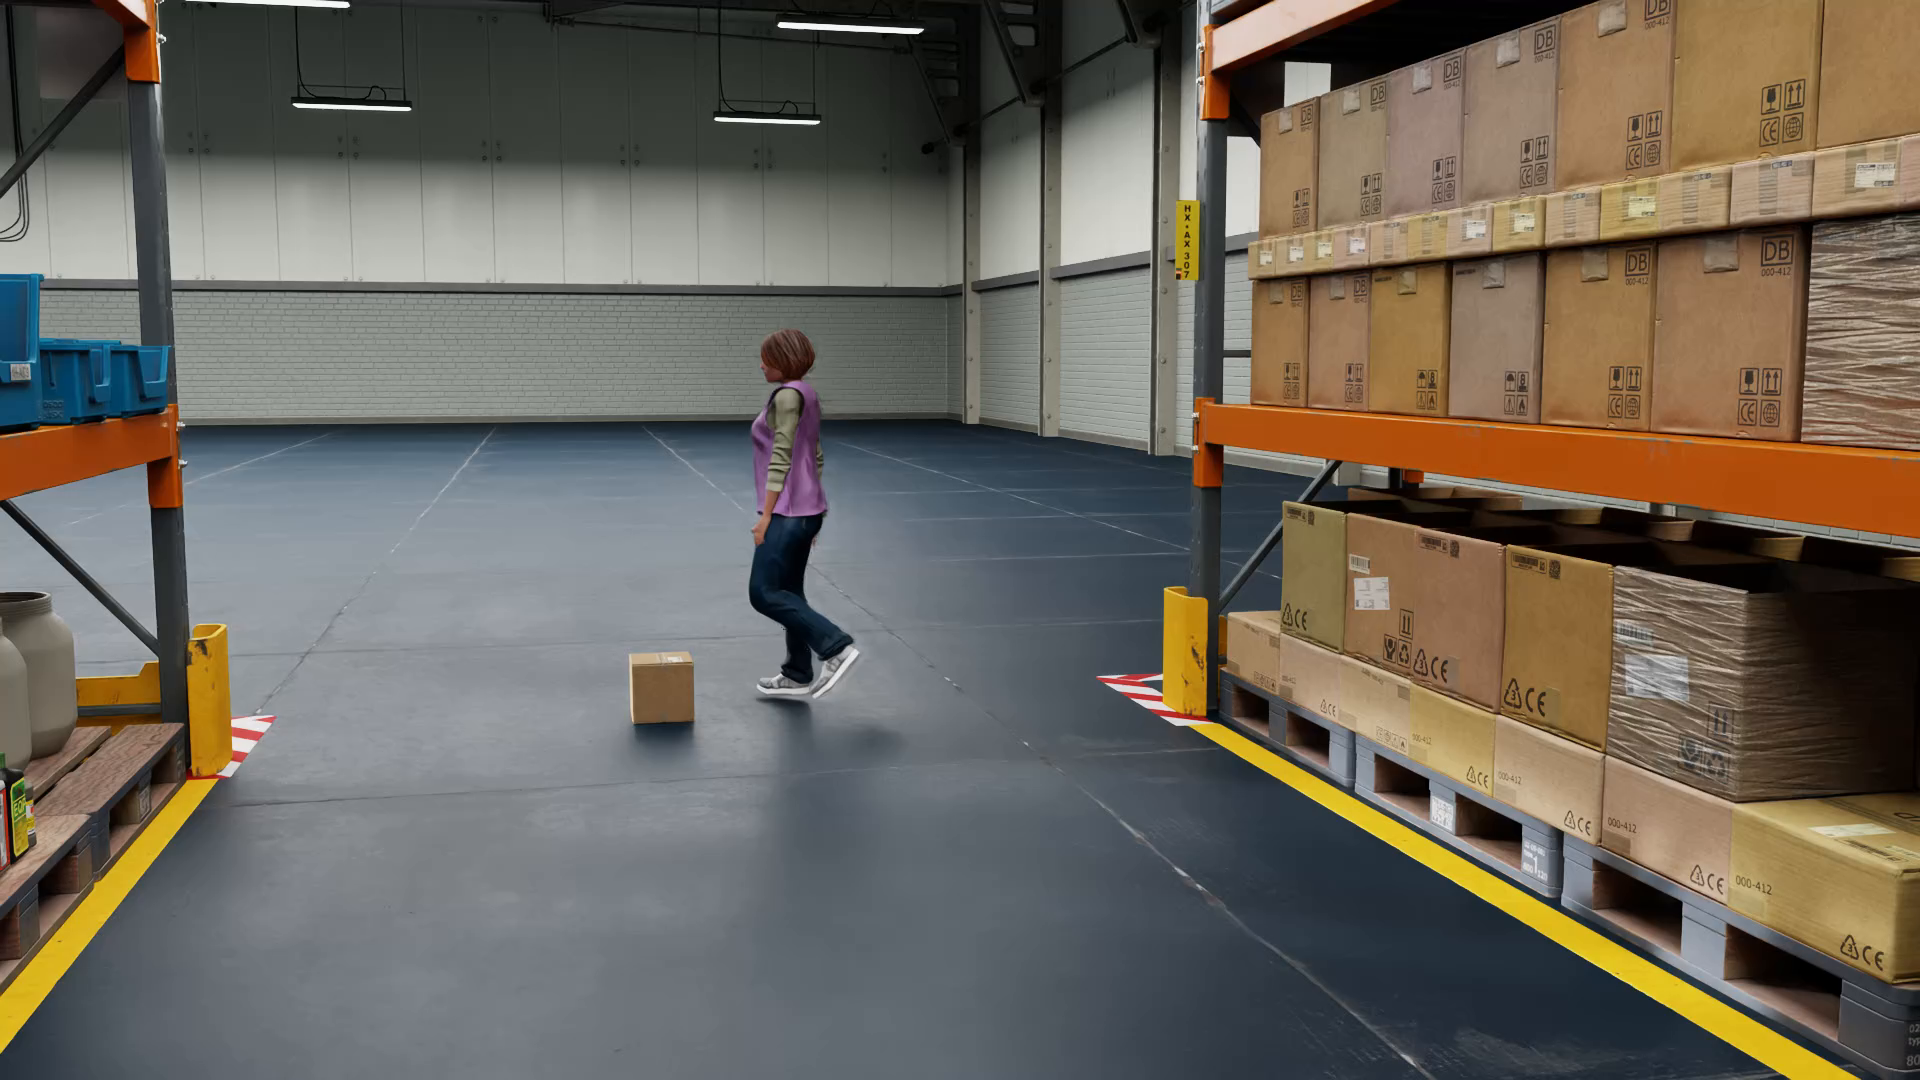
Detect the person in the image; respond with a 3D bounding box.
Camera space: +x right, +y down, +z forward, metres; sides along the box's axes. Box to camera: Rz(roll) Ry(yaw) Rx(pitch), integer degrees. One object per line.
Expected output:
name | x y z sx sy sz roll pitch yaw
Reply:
person | -0.666 -0.090 7.020 0.510 1.594 0.539 1 6 5
